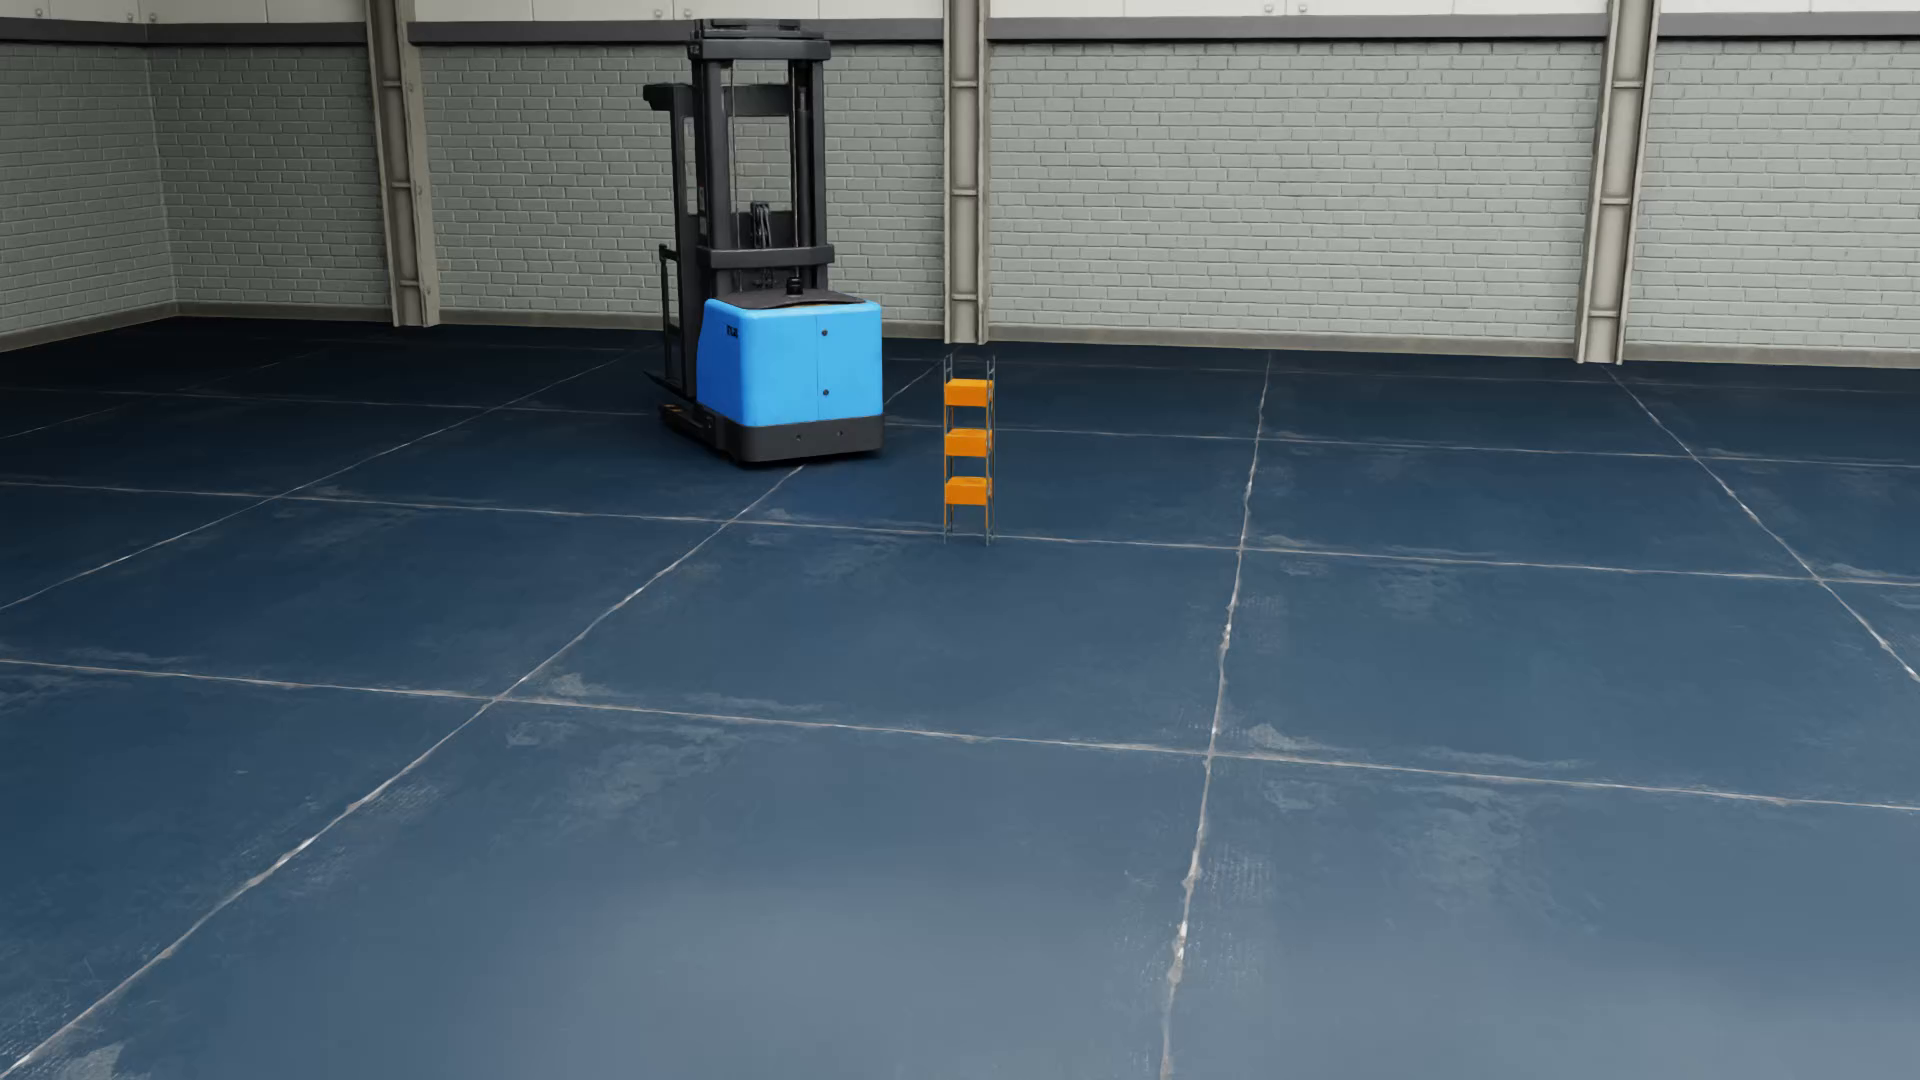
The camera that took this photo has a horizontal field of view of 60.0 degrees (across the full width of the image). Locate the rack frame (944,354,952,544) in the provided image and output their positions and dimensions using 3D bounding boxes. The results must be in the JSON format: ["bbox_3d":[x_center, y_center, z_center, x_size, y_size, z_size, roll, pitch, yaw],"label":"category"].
[{"bbox_3d":[-0.067,-0.510,9.365,0.008,1.050,0.200,3,16,11],"label":"rack frame"}]

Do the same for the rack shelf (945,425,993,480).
[{"bbox_3d":[0.052,-0.493,9.344,0.240,0.259,0.215,3,16,11],"label":"rack shelf"}]

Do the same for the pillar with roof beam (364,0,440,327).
[{"bbox_3d":[-6.673,-5.518,12.556,0.400,9.000,9.100,3,16,11],"label":"pillar with roof beam"}]

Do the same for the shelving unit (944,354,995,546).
[{"bbox_3d":[0.052,-0.503,9.342,0.252,1.050,0.215,3,16,11],"label":"shelving unit"}]

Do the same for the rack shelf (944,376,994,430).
[{"bbox_3d":[0.052,-0.766,9.269,0.240,0.259,0.215,3,16,11],"label":"rack shelf"}]

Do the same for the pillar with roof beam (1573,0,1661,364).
[{"bbox_3d":[5.087,-4.880,10.251,0.400,9.000,9.100,3,16,11],"label":"pillar with roof beam"}]

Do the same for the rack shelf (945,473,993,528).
[{"bbox_3d":[0.052,-0.225,9.419,0.240,0.259,0.215,3,16,11],"label":"rack shelf"}]

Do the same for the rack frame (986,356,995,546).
[{"bbox_3d":[0.172,-0.497,9.318,0.008,1.050,0.200,3,16,11],"label":"rack frame"}]

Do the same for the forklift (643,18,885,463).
[{"bbox_3d":[-1.631,-2.278,12.226,1.130,2.935,3.031,-8,17,-26],"label":"forklift"}]

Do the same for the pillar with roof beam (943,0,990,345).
[{"bbox_3d":[-0.793,-5.199,11.403,0.400,9.000,9.100,3,16,11],"label":"pillar with roof beam"}]
